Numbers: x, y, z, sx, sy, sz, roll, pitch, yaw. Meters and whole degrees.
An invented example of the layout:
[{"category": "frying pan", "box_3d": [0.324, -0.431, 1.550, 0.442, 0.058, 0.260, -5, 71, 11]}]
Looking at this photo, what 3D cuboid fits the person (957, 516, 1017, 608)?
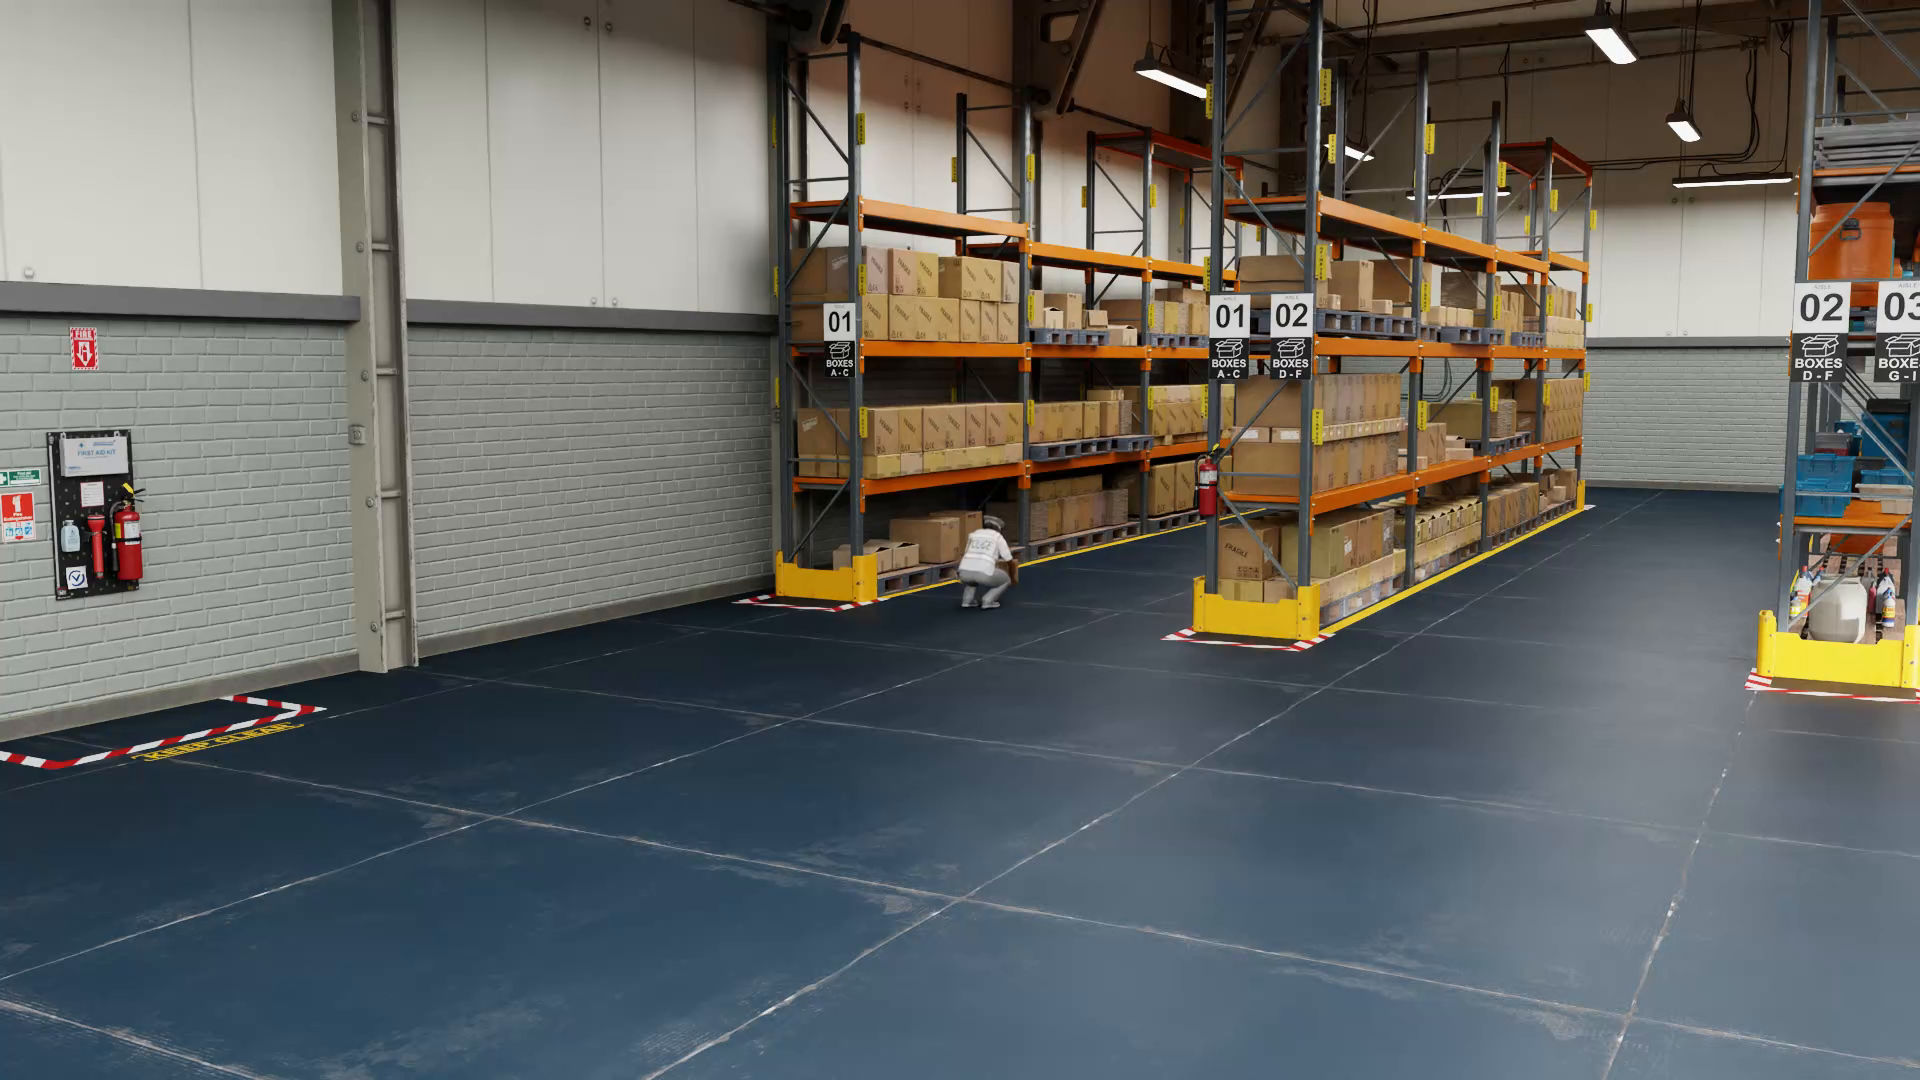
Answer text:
[{"category": "person", "box_3d": [0.286, 0.232, 17.640, 0.496, 0.950, 0.853, 3, 7, 29]}]
